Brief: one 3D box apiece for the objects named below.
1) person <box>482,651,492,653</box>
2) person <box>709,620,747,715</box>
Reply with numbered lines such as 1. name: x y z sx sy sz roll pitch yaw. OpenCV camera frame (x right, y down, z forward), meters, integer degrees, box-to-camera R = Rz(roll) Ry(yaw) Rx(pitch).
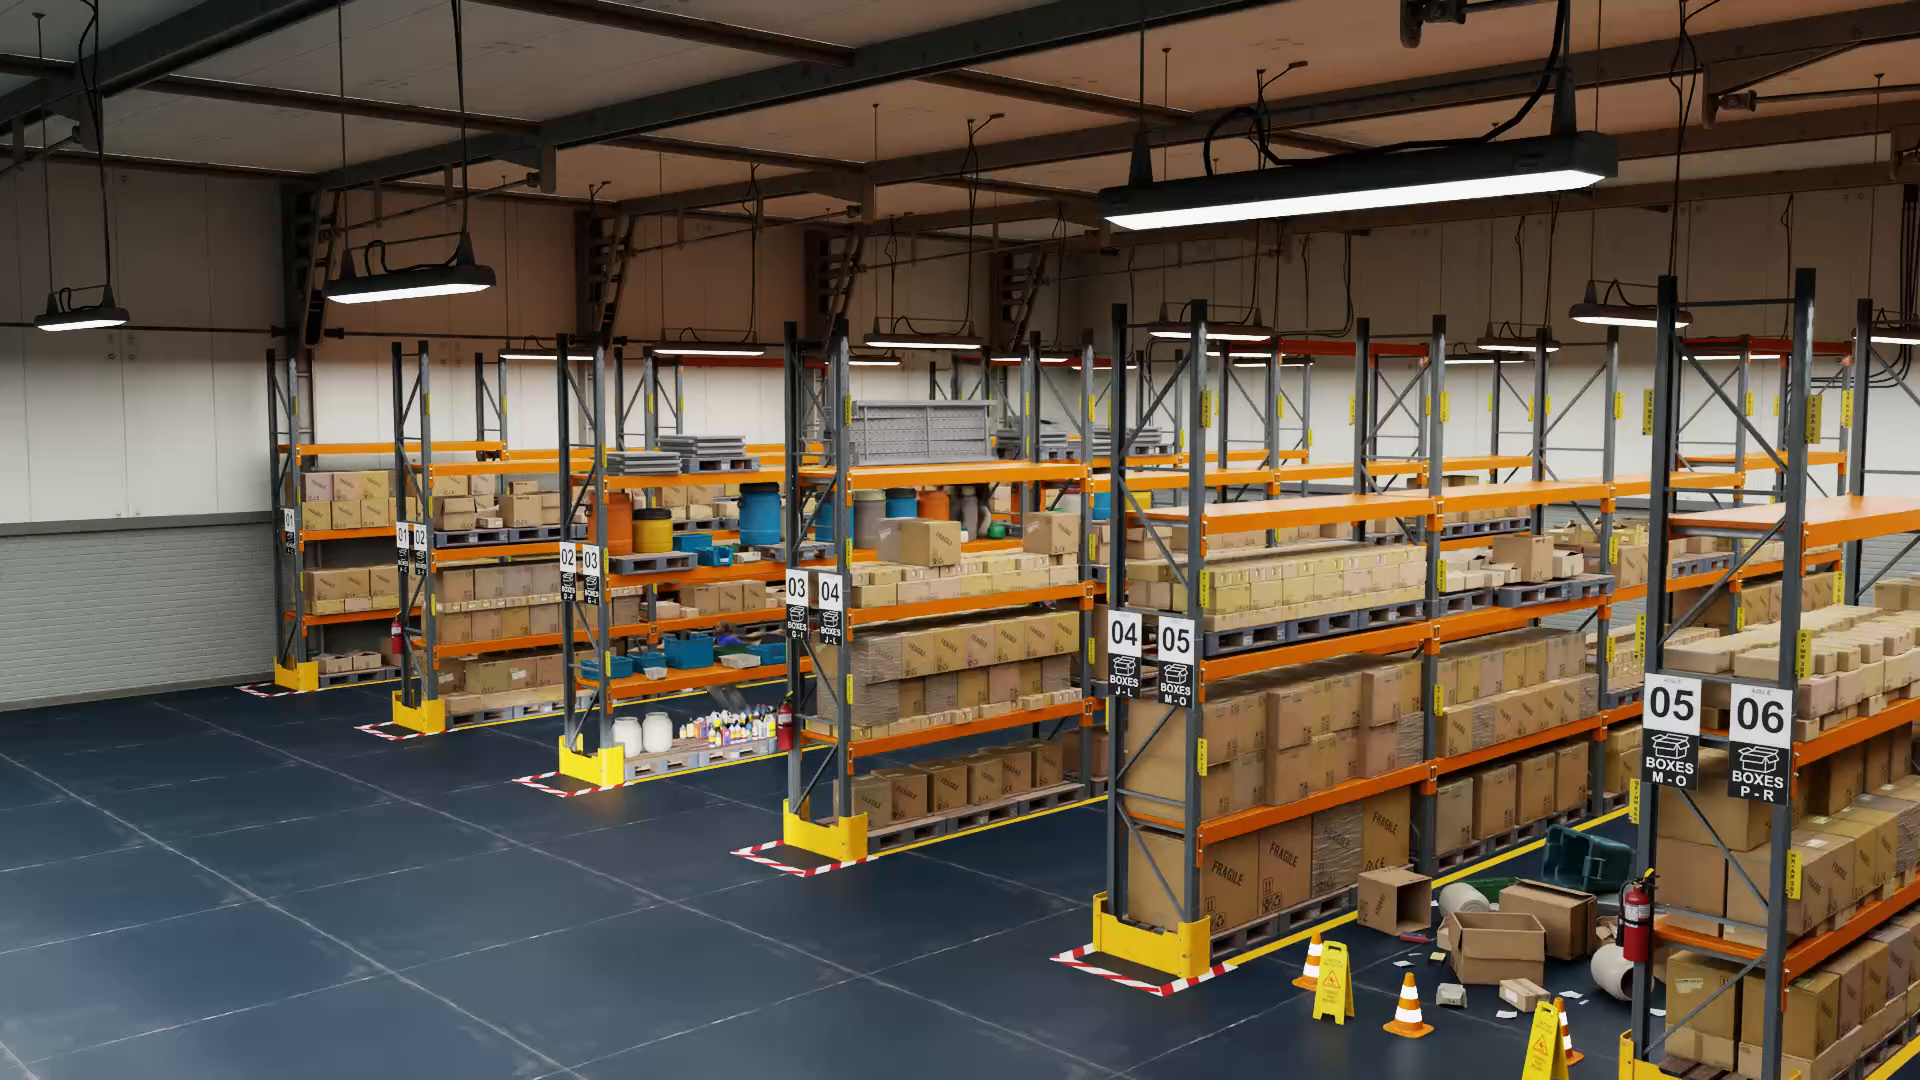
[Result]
1. person: -8.194 1.788 28.952 0.663 1.775 1.141 3 6 35
2. person: -3.657 2.080 26.148 0.845 1.642 0.587 -2 5 -25
